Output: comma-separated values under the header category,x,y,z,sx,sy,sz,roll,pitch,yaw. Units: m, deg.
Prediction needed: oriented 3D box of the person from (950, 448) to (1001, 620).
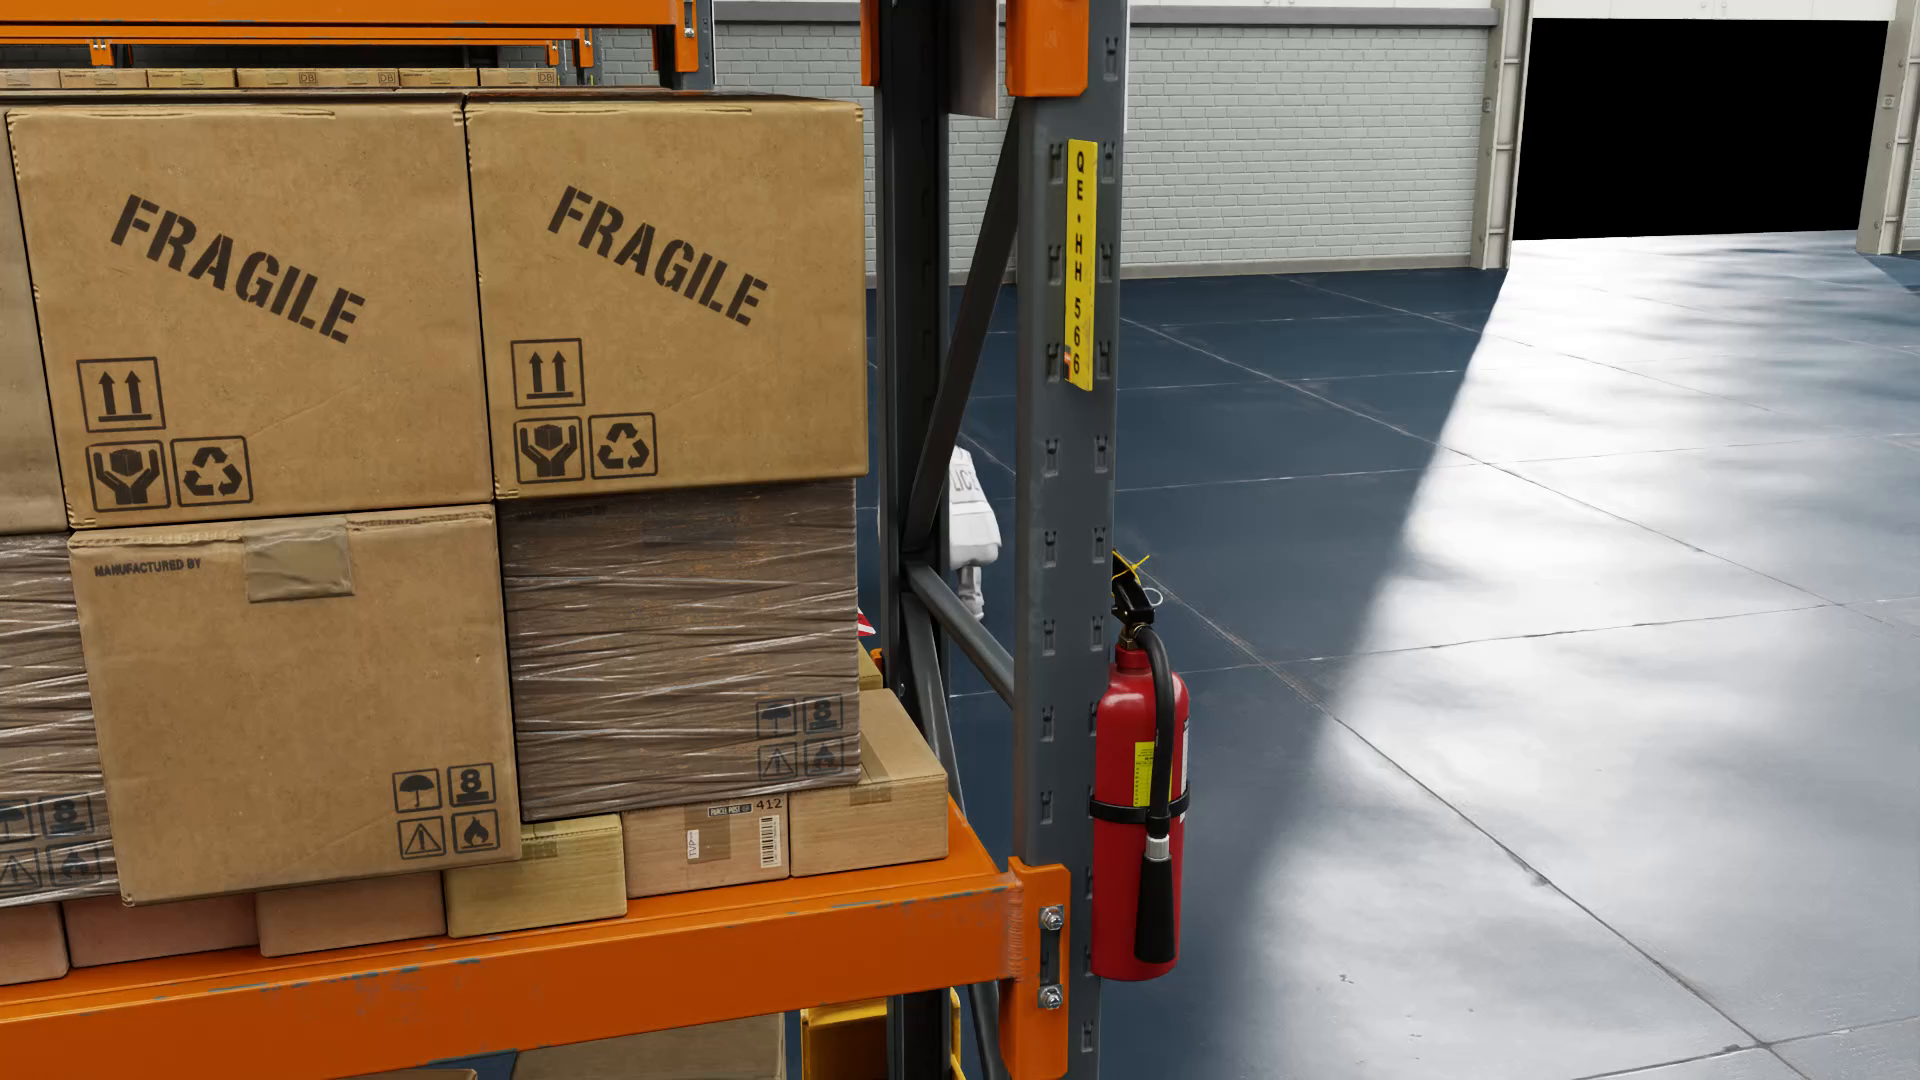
category,x,y,z,sx,sy,sz,roll,pitch,yaw
person,-0.093,-0.118,7.737,0.505,0.960,0.835,-6,17,-19
